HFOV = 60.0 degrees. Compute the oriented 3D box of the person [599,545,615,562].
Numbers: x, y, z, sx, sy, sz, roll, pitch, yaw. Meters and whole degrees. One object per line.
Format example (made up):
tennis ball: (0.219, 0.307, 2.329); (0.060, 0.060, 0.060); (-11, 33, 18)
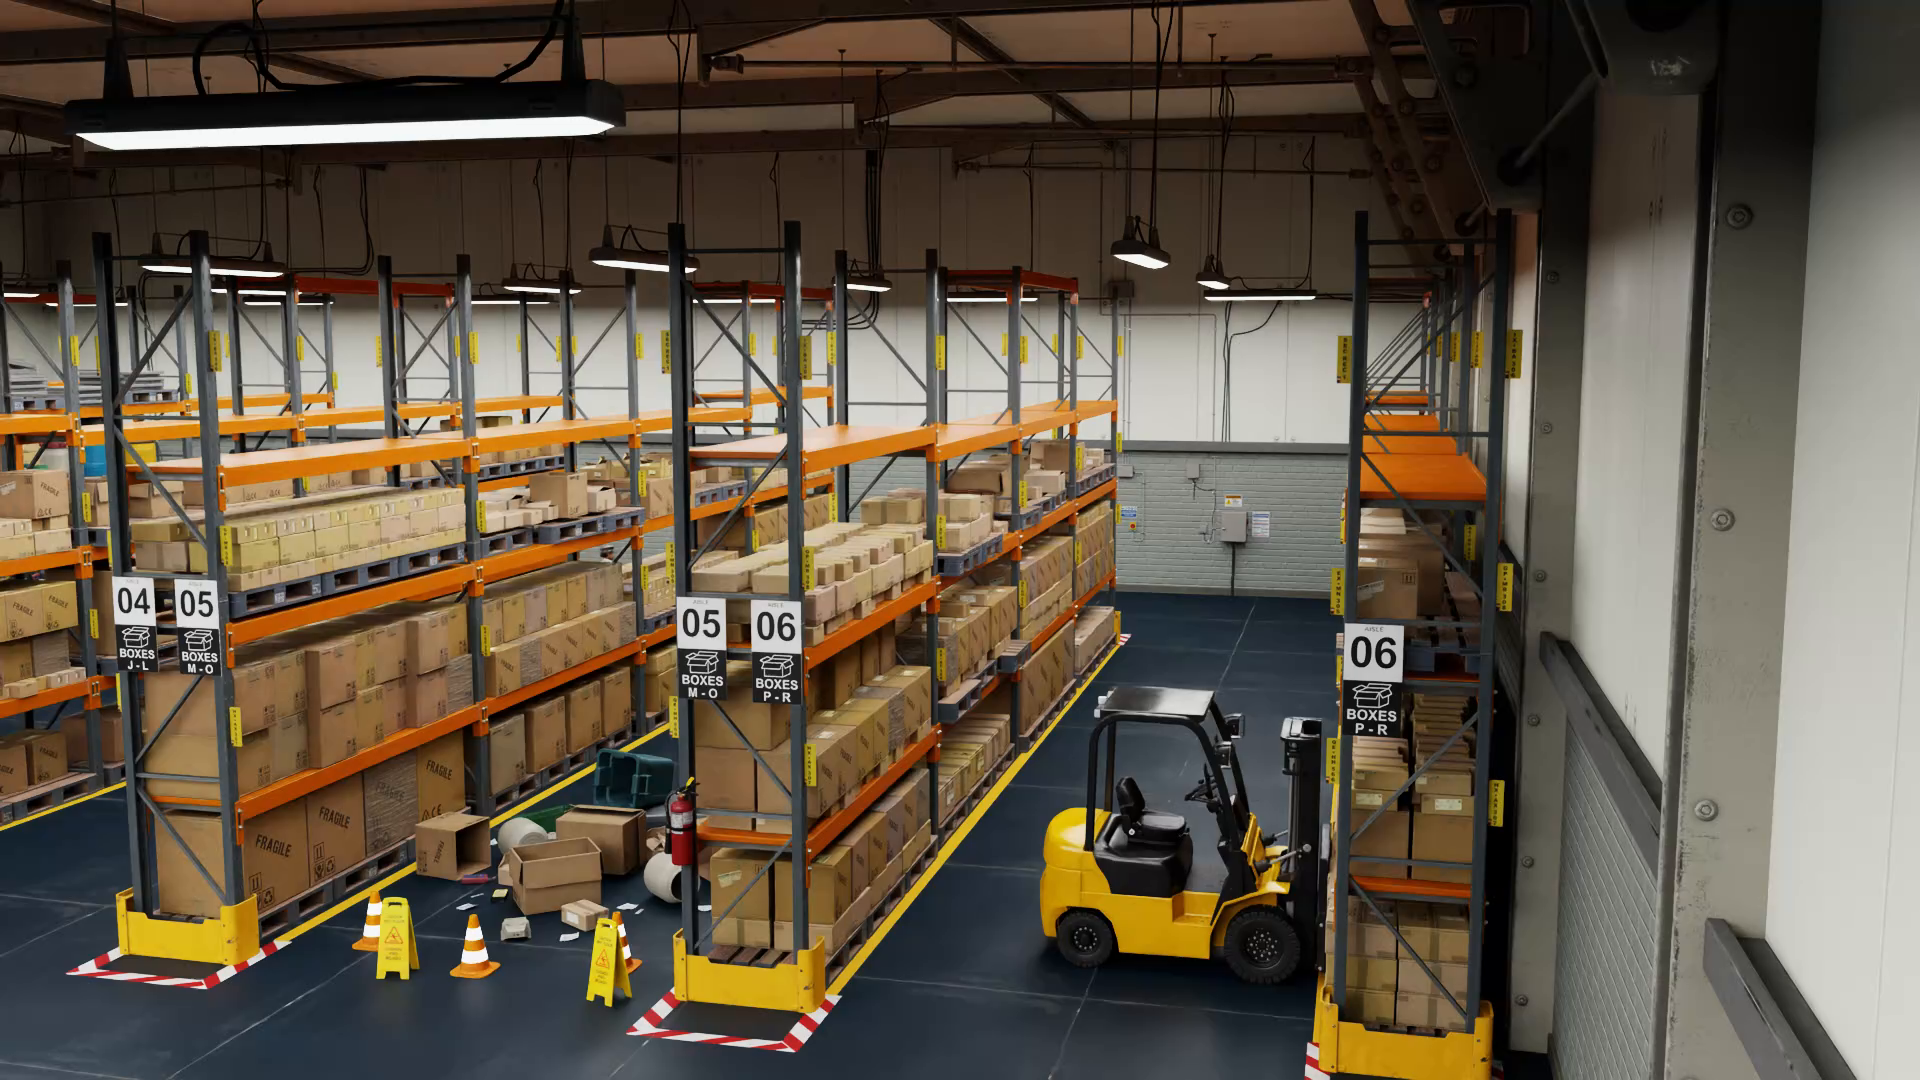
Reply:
person: (-5.922, 0.927, 28.068); (0.607, 1.681, 0.519); (-4, 8, -29)
